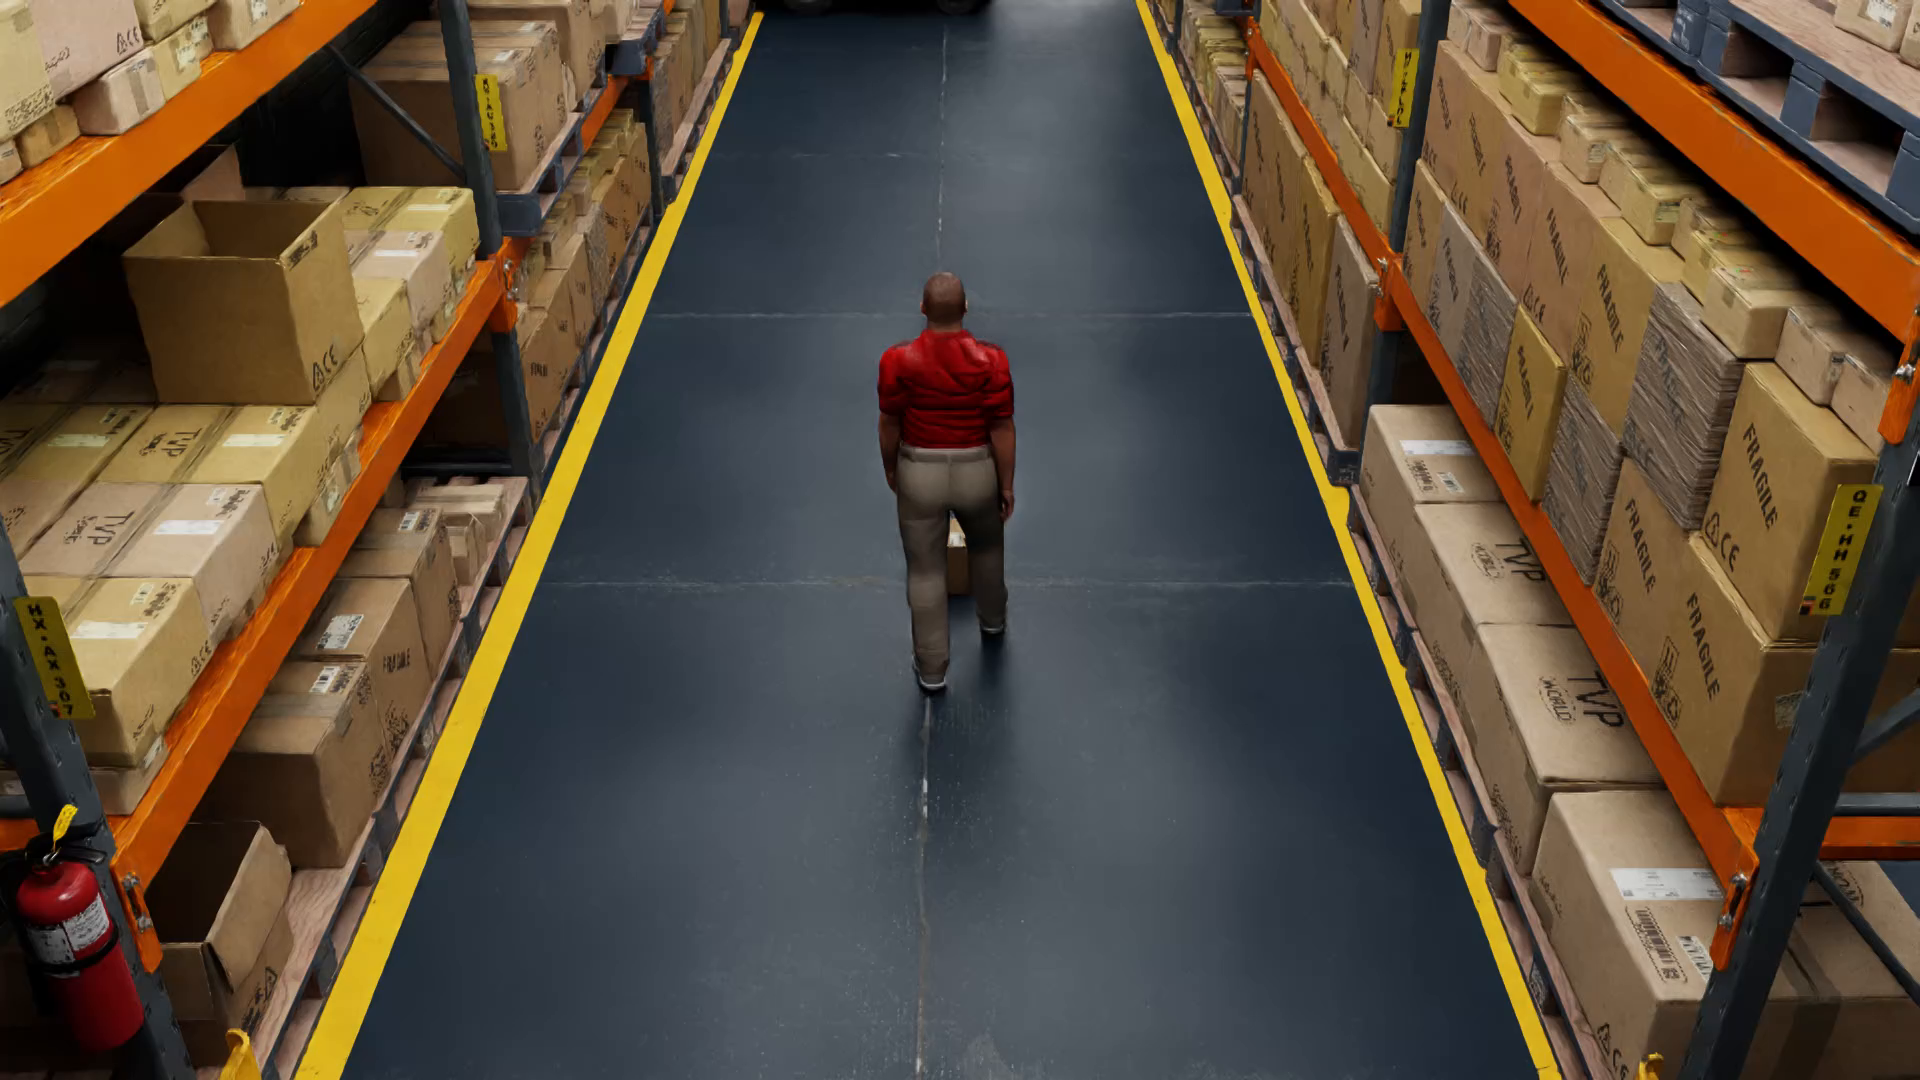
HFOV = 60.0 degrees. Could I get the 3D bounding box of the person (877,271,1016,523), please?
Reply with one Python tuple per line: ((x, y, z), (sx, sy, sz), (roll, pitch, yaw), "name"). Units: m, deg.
((-0.054, -0.551, 6.392), (0.528, 1.031, 0.342), (-2, 31, -3), "person")
